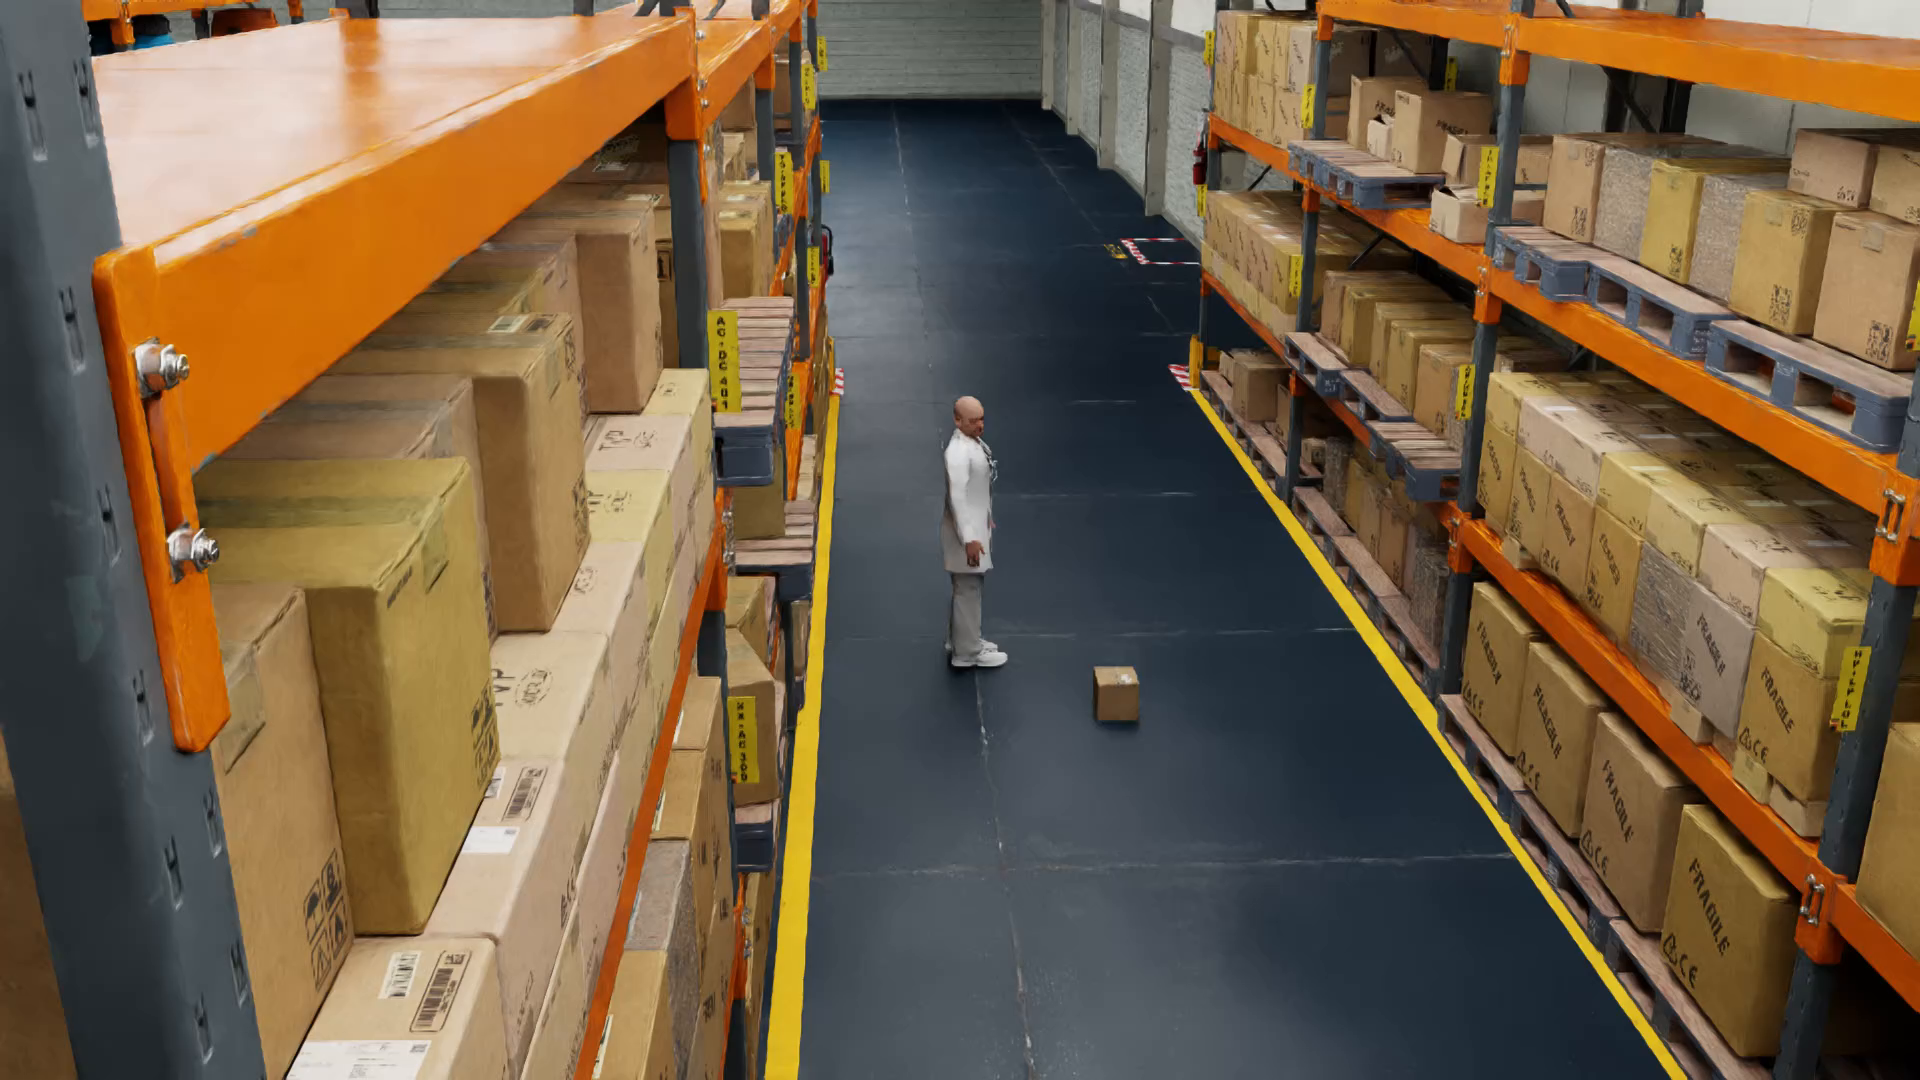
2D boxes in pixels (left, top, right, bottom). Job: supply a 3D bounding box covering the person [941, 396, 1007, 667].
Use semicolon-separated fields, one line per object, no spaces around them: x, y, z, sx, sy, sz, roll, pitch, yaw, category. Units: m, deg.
0.100;-0.035;10.680;0.435;1.830;0.634;3;20;7;person
